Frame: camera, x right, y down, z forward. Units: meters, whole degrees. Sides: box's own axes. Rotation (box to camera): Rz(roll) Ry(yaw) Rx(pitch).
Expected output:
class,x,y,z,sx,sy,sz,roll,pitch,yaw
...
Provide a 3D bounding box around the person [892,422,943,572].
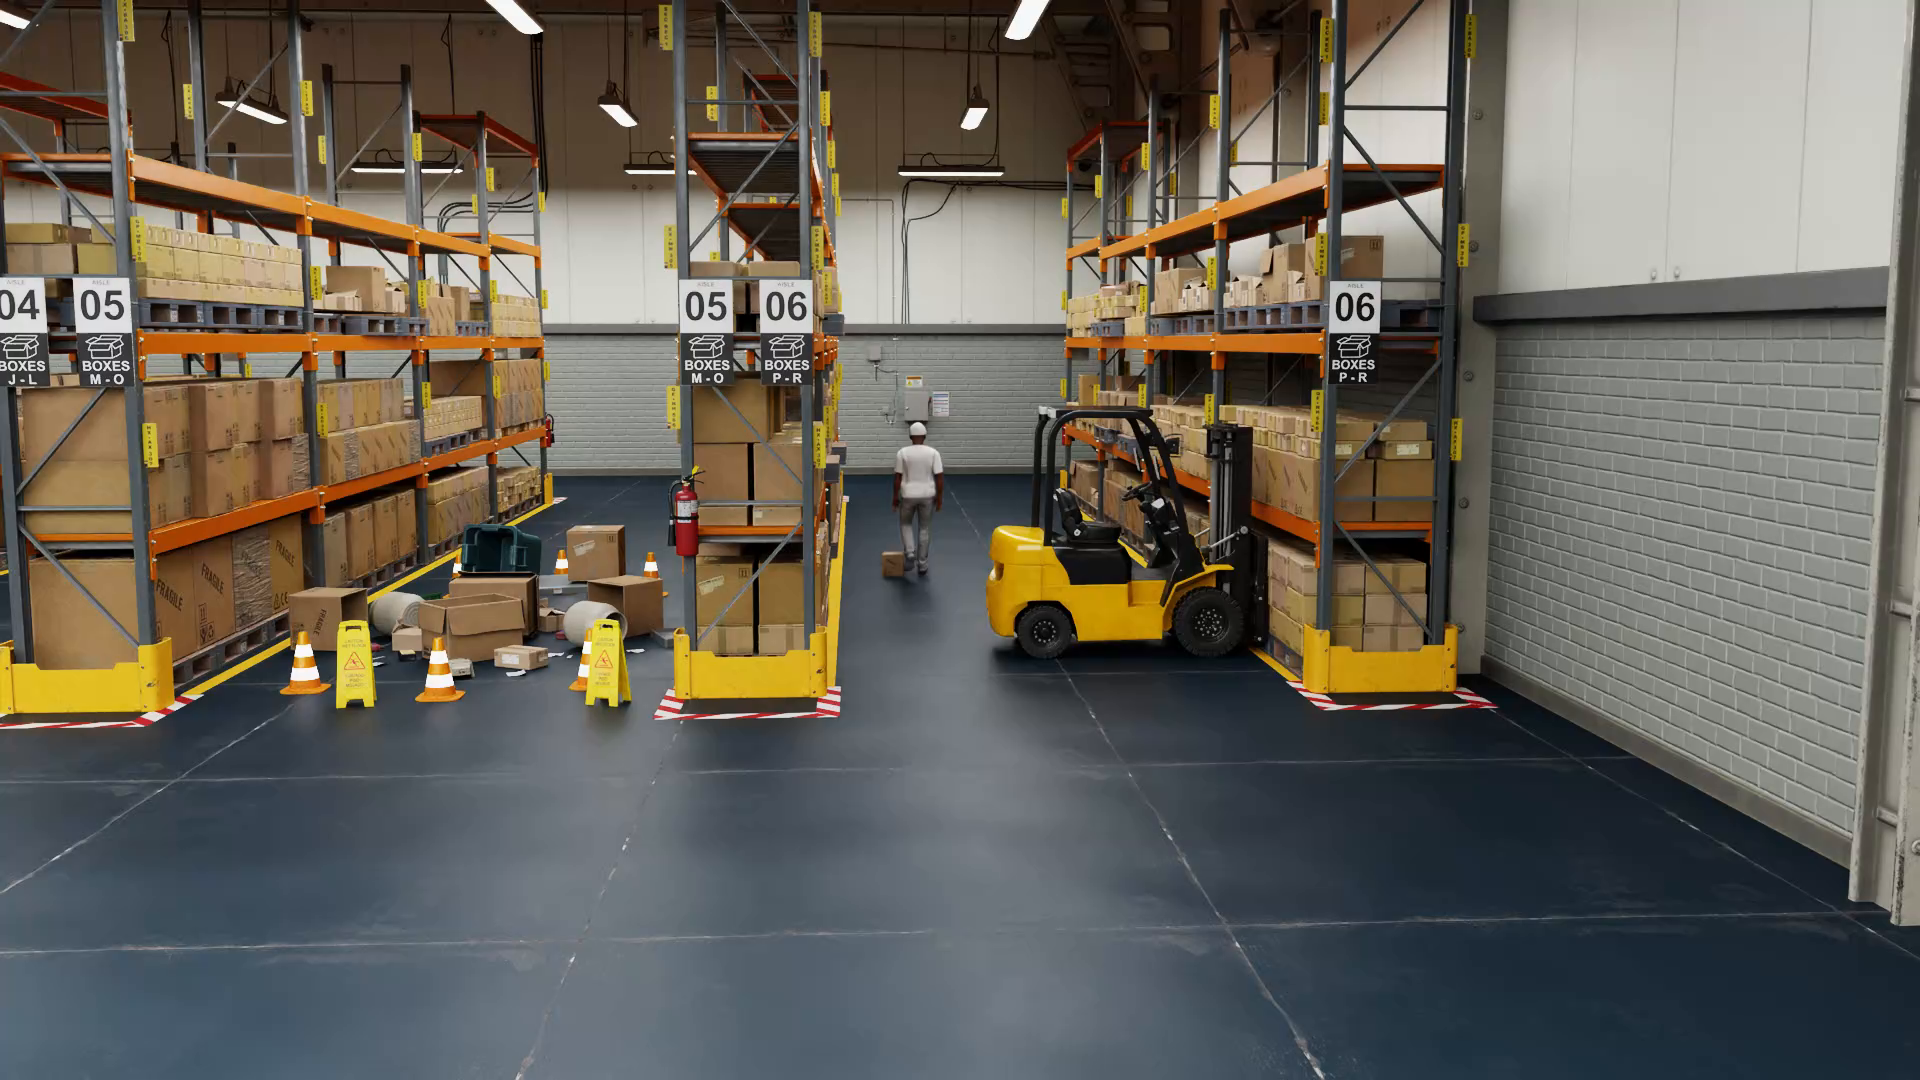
class,x,y,z,sx,sy,sz,roll,pitch,yaw
person,-0.503,-0.504,19.735,0.609,1.790,0.460,0,7,0
